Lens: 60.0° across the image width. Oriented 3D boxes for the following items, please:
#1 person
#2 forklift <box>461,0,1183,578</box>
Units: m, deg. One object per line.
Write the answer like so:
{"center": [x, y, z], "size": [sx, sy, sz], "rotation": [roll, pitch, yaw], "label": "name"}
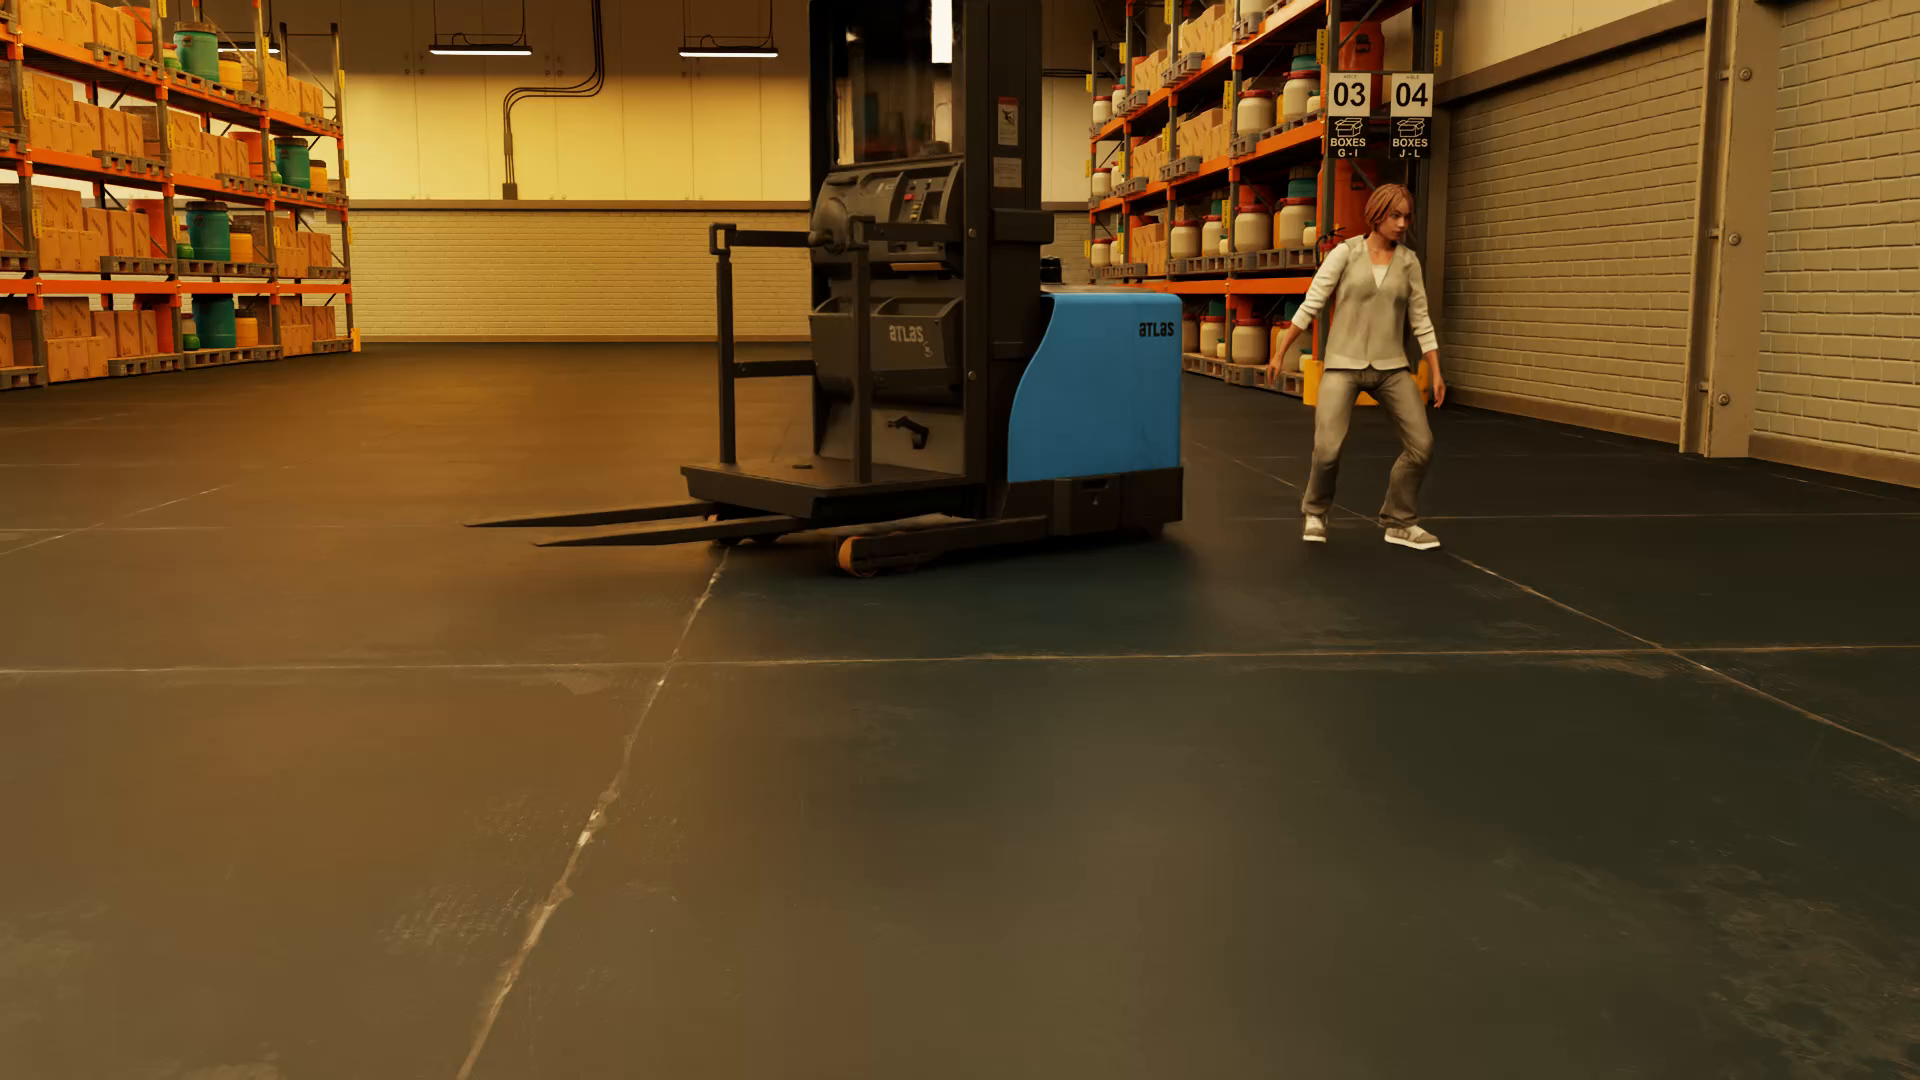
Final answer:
{"center": [1.675, -0.722, 7.033], "size": [0.734, 1.518, 0.436], "rotation": [1, 8, 4], "label": "person"}
{"center": [-0.472, -1.391, 6.698], "size": [3.031, 2.935, 1.130], "rotation": [-7, 11, -38], "label": "forklift"}
